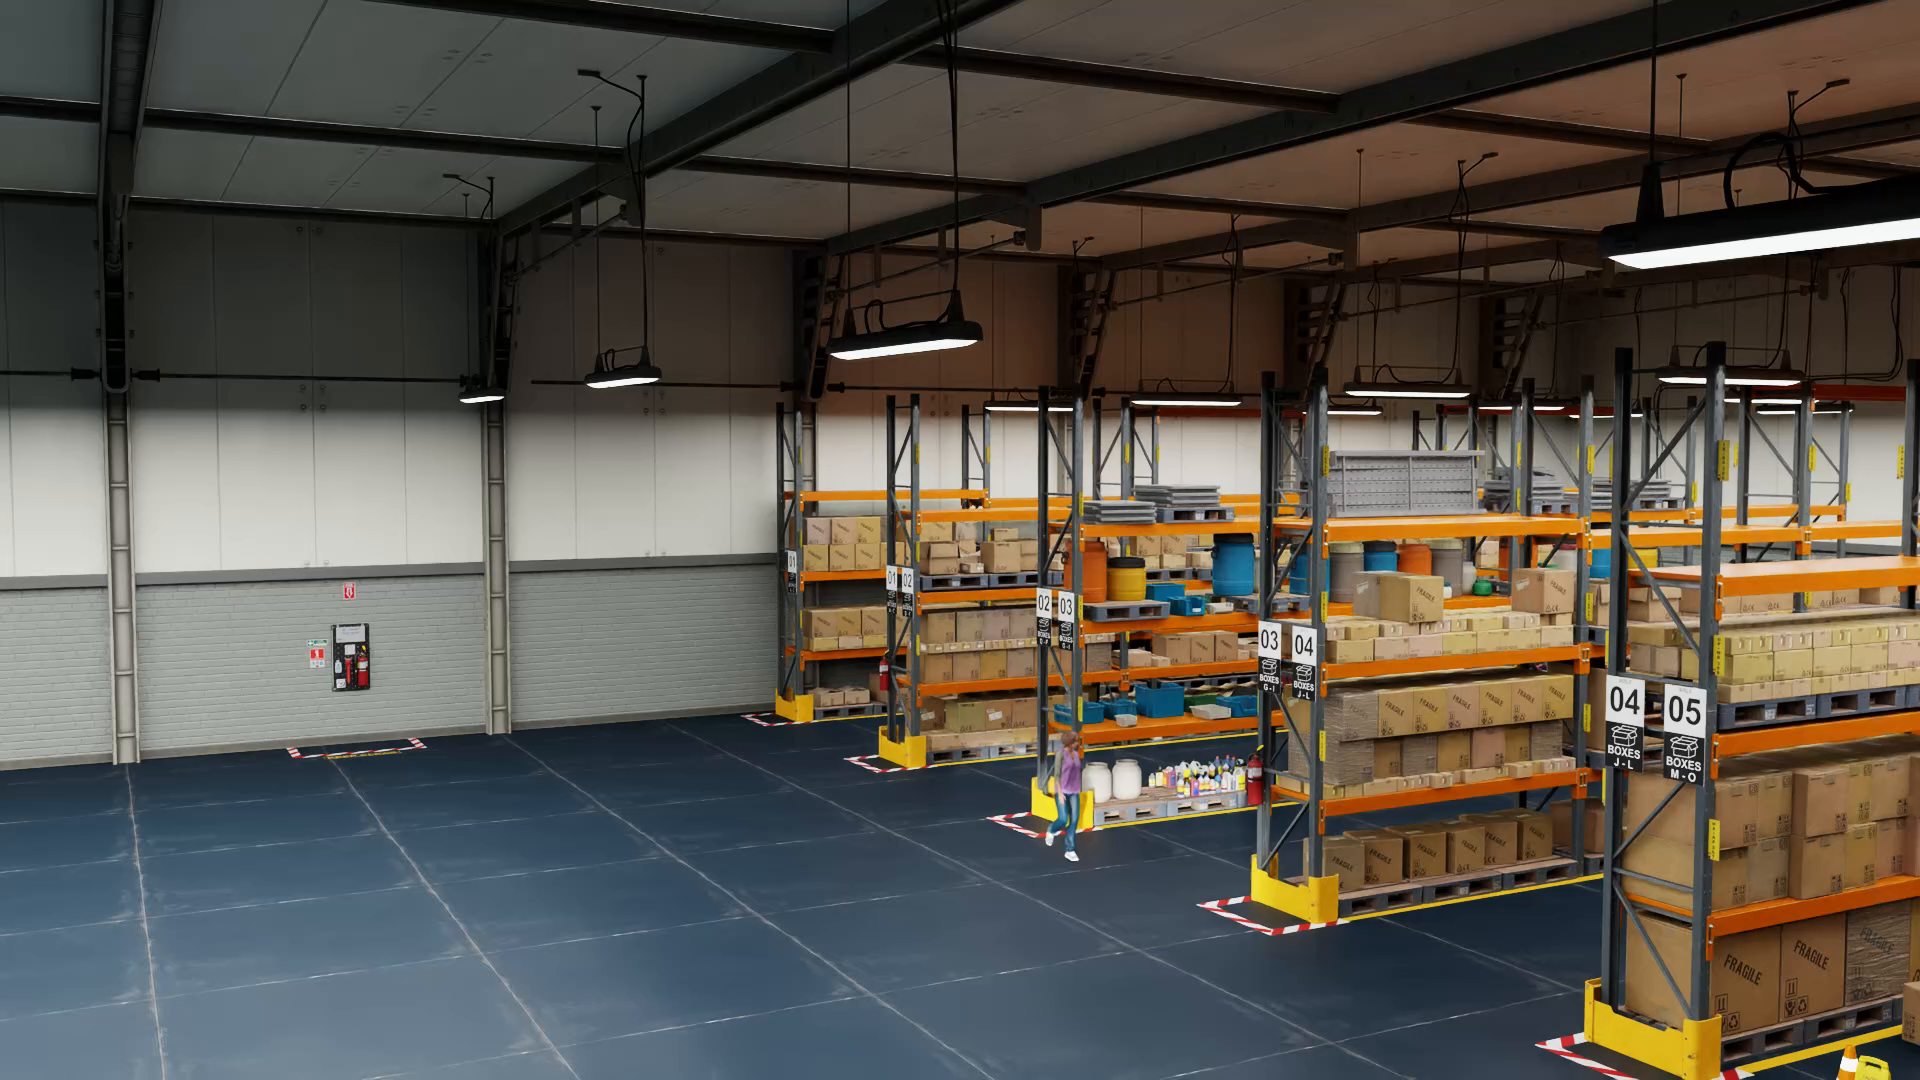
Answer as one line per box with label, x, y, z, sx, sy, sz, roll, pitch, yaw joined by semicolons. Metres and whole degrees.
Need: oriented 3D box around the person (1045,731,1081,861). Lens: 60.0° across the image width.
person;1.332;3.189;20.822;0.457;1.591;0.557;-2;4;-37
